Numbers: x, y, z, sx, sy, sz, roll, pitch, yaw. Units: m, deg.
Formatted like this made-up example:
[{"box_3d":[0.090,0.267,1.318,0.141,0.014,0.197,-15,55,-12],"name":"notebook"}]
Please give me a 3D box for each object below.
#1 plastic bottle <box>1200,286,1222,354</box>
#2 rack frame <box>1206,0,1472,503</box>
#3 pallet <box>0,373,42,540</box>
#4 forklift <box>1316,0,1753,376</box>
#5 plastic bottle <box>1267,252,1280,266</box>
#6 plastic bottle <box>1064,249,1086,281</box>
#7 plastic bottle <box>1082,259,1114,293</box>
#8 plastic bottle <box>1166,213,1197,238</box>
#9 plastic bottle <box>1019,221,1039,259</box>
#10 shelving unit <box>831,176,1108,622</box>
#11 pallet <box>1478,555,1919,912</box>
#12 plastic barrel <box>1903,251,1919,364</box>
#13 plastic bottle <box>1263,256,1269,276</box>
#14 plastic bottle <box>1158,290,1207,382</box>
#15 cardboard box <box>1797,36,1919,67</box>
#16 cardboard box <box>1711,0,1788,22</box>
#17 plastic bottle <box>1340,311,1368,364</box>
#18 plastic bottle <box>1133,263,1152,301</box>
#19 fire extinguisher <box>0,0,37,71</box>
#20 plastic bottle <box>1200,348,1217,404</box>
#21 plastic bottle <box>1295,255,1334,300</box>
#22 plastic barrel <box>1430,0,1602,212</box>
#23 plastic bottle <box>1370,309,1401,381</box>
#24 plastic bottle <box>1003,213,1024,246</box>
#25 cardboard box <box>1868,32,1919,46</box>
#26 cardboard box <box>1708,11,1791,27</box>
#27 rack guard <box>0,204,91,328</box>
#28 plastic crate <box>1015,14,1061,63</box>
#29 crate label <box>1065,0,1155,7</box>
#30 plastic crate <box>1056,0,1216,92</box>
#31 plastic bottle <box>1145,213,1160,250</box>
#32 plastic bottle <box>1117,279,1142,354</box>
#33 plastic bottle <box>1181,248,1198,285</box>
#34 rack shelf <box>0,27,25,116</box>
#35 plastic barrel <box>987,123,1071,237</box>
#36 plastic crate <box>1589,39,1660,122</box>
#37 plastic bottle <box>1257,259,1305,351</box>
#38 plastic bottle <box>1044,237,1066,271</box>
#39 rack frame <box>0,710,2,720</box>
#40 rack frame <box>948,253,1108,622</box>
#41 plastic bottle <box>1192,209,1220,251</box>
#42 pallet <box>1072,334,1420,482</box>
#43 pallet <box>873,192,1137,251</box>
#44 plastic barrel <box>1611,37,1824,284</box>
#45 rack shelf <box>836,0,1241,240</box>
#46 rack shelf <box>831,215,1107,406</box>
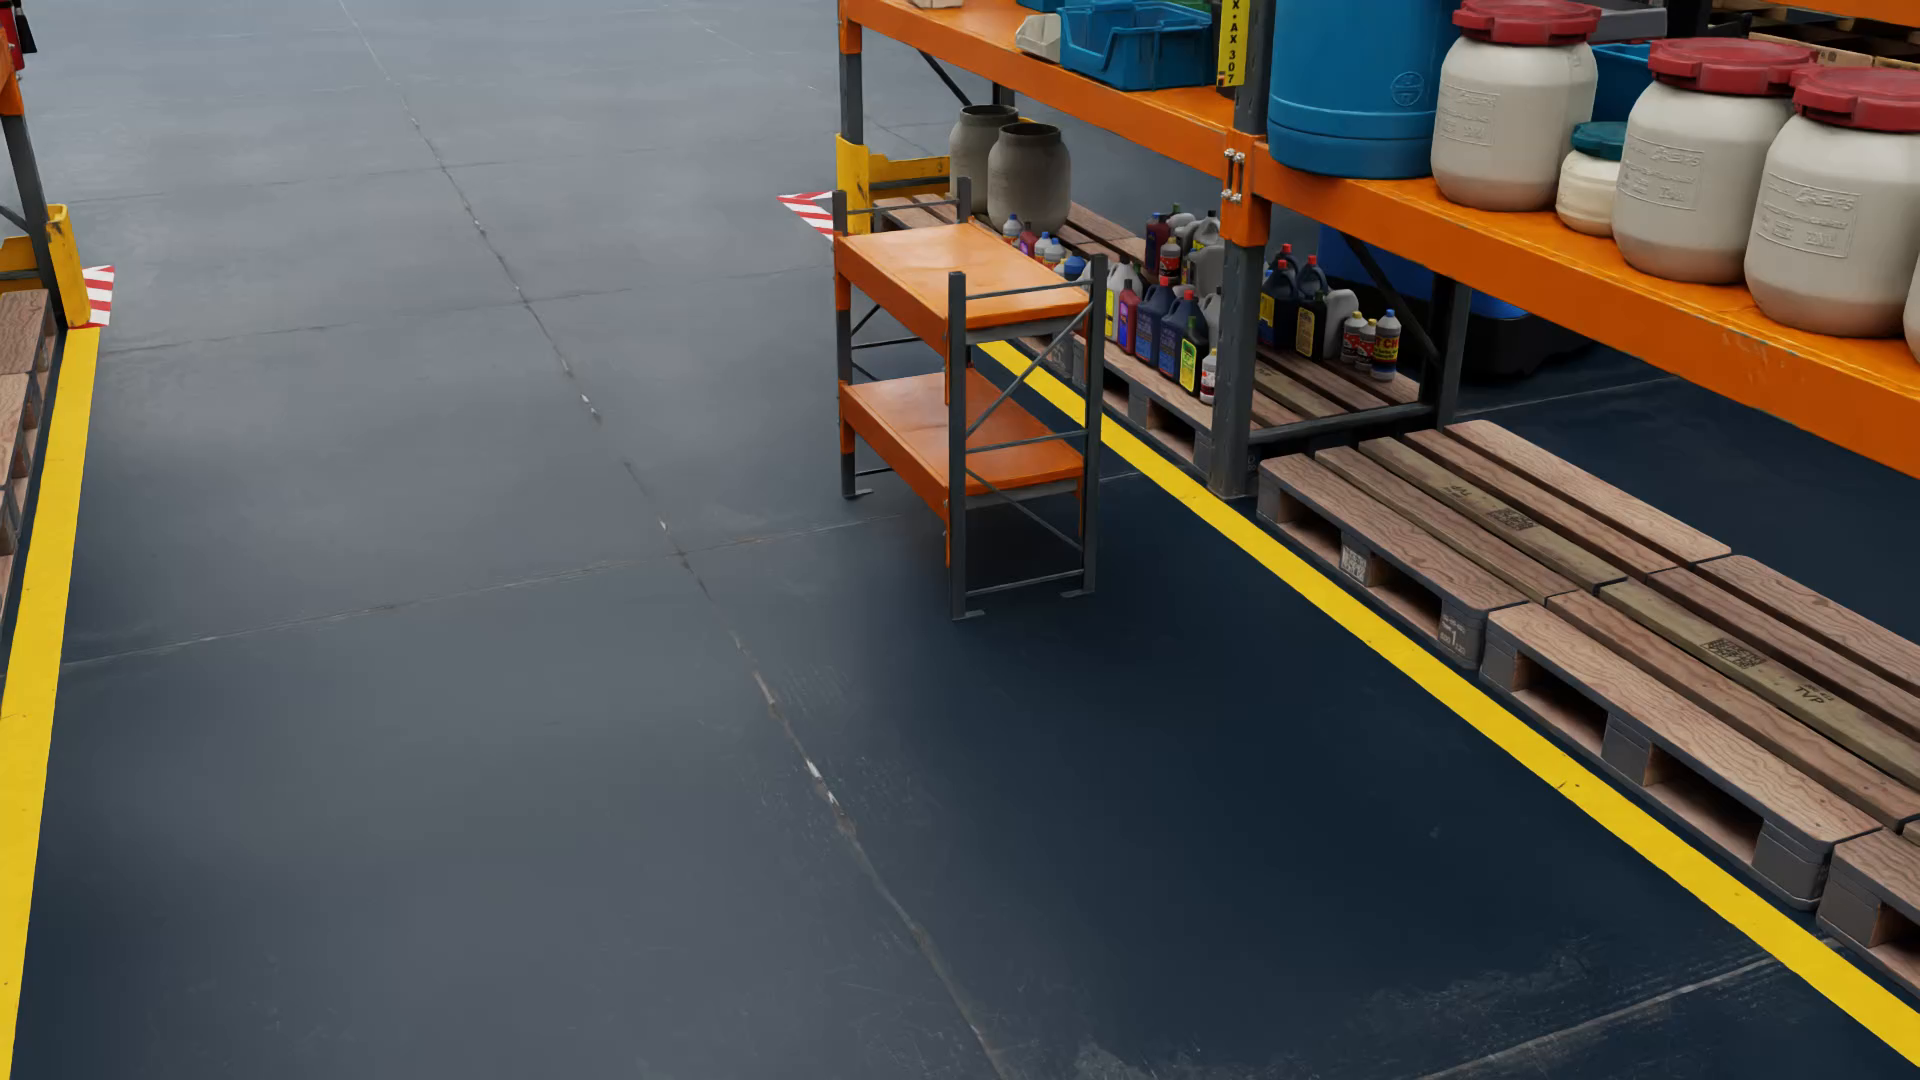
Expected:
[{"box_3d":[1.007,-0.835,6.560,0.144,0.351,0.185,-11,28,-21],"name":"plastic bottle"},{"box_3d":[1.392,-1.593,5.594,1.000,3.000,0.127,-11,28,-21],"name":"rack frame"},{"box_3d":[-3.943,-0.247,6.016,1.003,0.211,1.213,-11,28,-21],"name":"pallet"},{"box_3d":[3.022,-2.555,7.642,3.031,2.935,1.130,-22,34,-38],"name":"forklift"},{"box_3d":[1.357,-1.117,7.214,0.061,0.283,0.133,-9,28,-18],"name":"plastic bottle"},{"box_3d":[0.501,-1.133,7.261,0.097,0.271,0.097,0,26,0],"name":"plastic bottle"},{"box_3d":[0.613,-1.051,7.087,0.152,0.276,0.135,-10,28,-20],"name":"plastic bottle"},{"box_3d":[1.021,-1.409,7.820,0.152,0.276,0.135,-10,28,-20],"name":"plastic bottle"},{"box_3d":[0.320,-1.305,7.598,0.061,0.283,0.133,-10,28,-20],"name":"plastic bottle"},{"box_3d":[0.003,-0.503,5.498,0.538,1.125,1.048,-11,28,-21],"name":"shelving unit"},{"box_3d":[2.217,0.464,4.560,1.003,0.211,1.213,-11,28,-21],"name":"pallet"},{"box_3d":[2.194,-0.577,3.385,0.421,0.512,0.421,0,26,0],"name":"plastic barrel"},{"box_3d":[1.292,-1.091,7.174,0.097,0.271,0.097,0,26,0],"name":"plastic bottle"},{"box_3d":[0.874,-0.811,6.509,0.144,0.351,0.185,-11,28,-22],"name":"plastic bottle"},{"box_3d":[4.975,-2.487,9.225,0.500,0.500,0.500,-11,28,-21],"name":"cardboard box"},{"box_3d":[4.868,-3.182,10.649,0.500,0.500,0.500,-11,28,-21],"name":"cardboard box"},{"box_3d":[1.591,-0.819,6.697,0.097,0.201,0.097,0,26,0],"name":"plastic bottle"},{"box_3d":[0.757,-1.016,7.007,0.061,0.283,0.133,-11,28,-21],"name":"plastic bottle"},{"box_3d":[-4.353,-2.447,7.432,0.296,0.674,0.183,-11,28,-21],"name":"fire extinguisher"},{"box_3d":[0.963,-0.626,6.301,0.097,0.201,0.097,0,26,0],"name":"plastic bottle"},{"box_3d":[1.457,-0.997,6.892,0.144,0.351,0.185,-10,28,-19],"name":"plastic bottle"},{"box_3d":[1.565,-1.230,4.696,0.433,0.535,0.433,0,26,0],"name":"plastic barrel"},{"box_3d":[1.670,-0.769,6.513,0.097,0.271,0.097,0,26,0],"name":"plastic bottle"},{"box_3d":[0.249,-1.394,7.794,0.097,0.271,0.097,0,26,0],"name":"plastic bottle"},{"box_3d":[5.468,-2.579,9.413,0.500,0.500,0.500,-11,28,-21],"name":"cardboard box"},{"box_3d":[4.587,-2.891,10.053,0.500,0.500,0.500,-11,28,-21],"name":"cardboard box"},{"box_3d":[-4.702,-1.203,7.644,1.175,0.500,0.348,-11,28,-21],"name":"rack guard"},{"box_3d":[0.523,-2.086,6.905,0.530,0.136,0.437,-11,28,-21],"name":"plastic crate"},{"box_3d":[0.795,-2.527,7.467,0.502,0.435,0.616,-11,28,-21],"name":"crate label"},{"box_3d":[0.709,-1.926,6.446,0.499,0.251,0.616,-11,28,-21],"name":"plastic crate"},{"box_3d":[0.948,-1.482,8.054,0.097,0.201,0.097,0,26,0],"name":"plastic bottle"},{"box_3d":[0.697,-0.917,6.803,0.061,0.283,0.133,-9,27,-17],"name":"plastic bottle"},{"box_3d":[1.050,-1.215,7.507,0.097,0.201,0.097,0,26,0],"name":"plastic bottle"},{"box_3d":[-3.949,-1.226,5.662,1.077,0.370,4.000,-11,28,-21],"name":"rack shelf"},{"box_3d":[0.350,-1.824,8.423,0.421,0.512,0.421,0,26,0],"name":"plastic barrel"},{"box_3d":[2.110,-1.194,4.795,0.392,0.384,0.575,-11,28,-21],"name":"plastic crate"},{"box_3d":[1.325,-0.973,6.841,0.144,0.351,0.185,-11,28,-21],"name":"plastic bottle"},{"box_3d":[0.422,-1.215,7.428,0.097,0.271,0.097,0,26,0],"name":"plastic bottle"},{"box_3d":[-3.166,-0.742,3.851,1.000,3.000,0.127,-11,28,-21],"name":"rack frame"},{"box_3d":[0.202,-0.298,5.077,0.500,1.125,0.032,-11,28,-21],"name":"rack frame"},{"box_3d":[1.144,-1.320,7.553,0.144,0.351,0.185,-9,28,-18],"name":"plastic bottle"},{"box_3d":[1.167,-0.618,6.775,1.003,0.211,1.213,-11,28,-21],"name":"pallet"},{"box_3d":[0.212,-1.603,8.793,1.003,0.211,1.213,-11,28,-21],"name":"pallet"},{"box_3d":[1.852,-0.934,4.089,0.433,0.535,0.433,0,26,0],"name":"plastic barrel"},{"box_3d":[0.609,-2.077,7.405,1.077,0.370,4.000,-11,28,-21],"name":"rack shelf"},{"box_3d":[0.003,-0.766,5.369,0.538,0.278,1.000,-11,28,-21],"name":"rack shelf"}]
